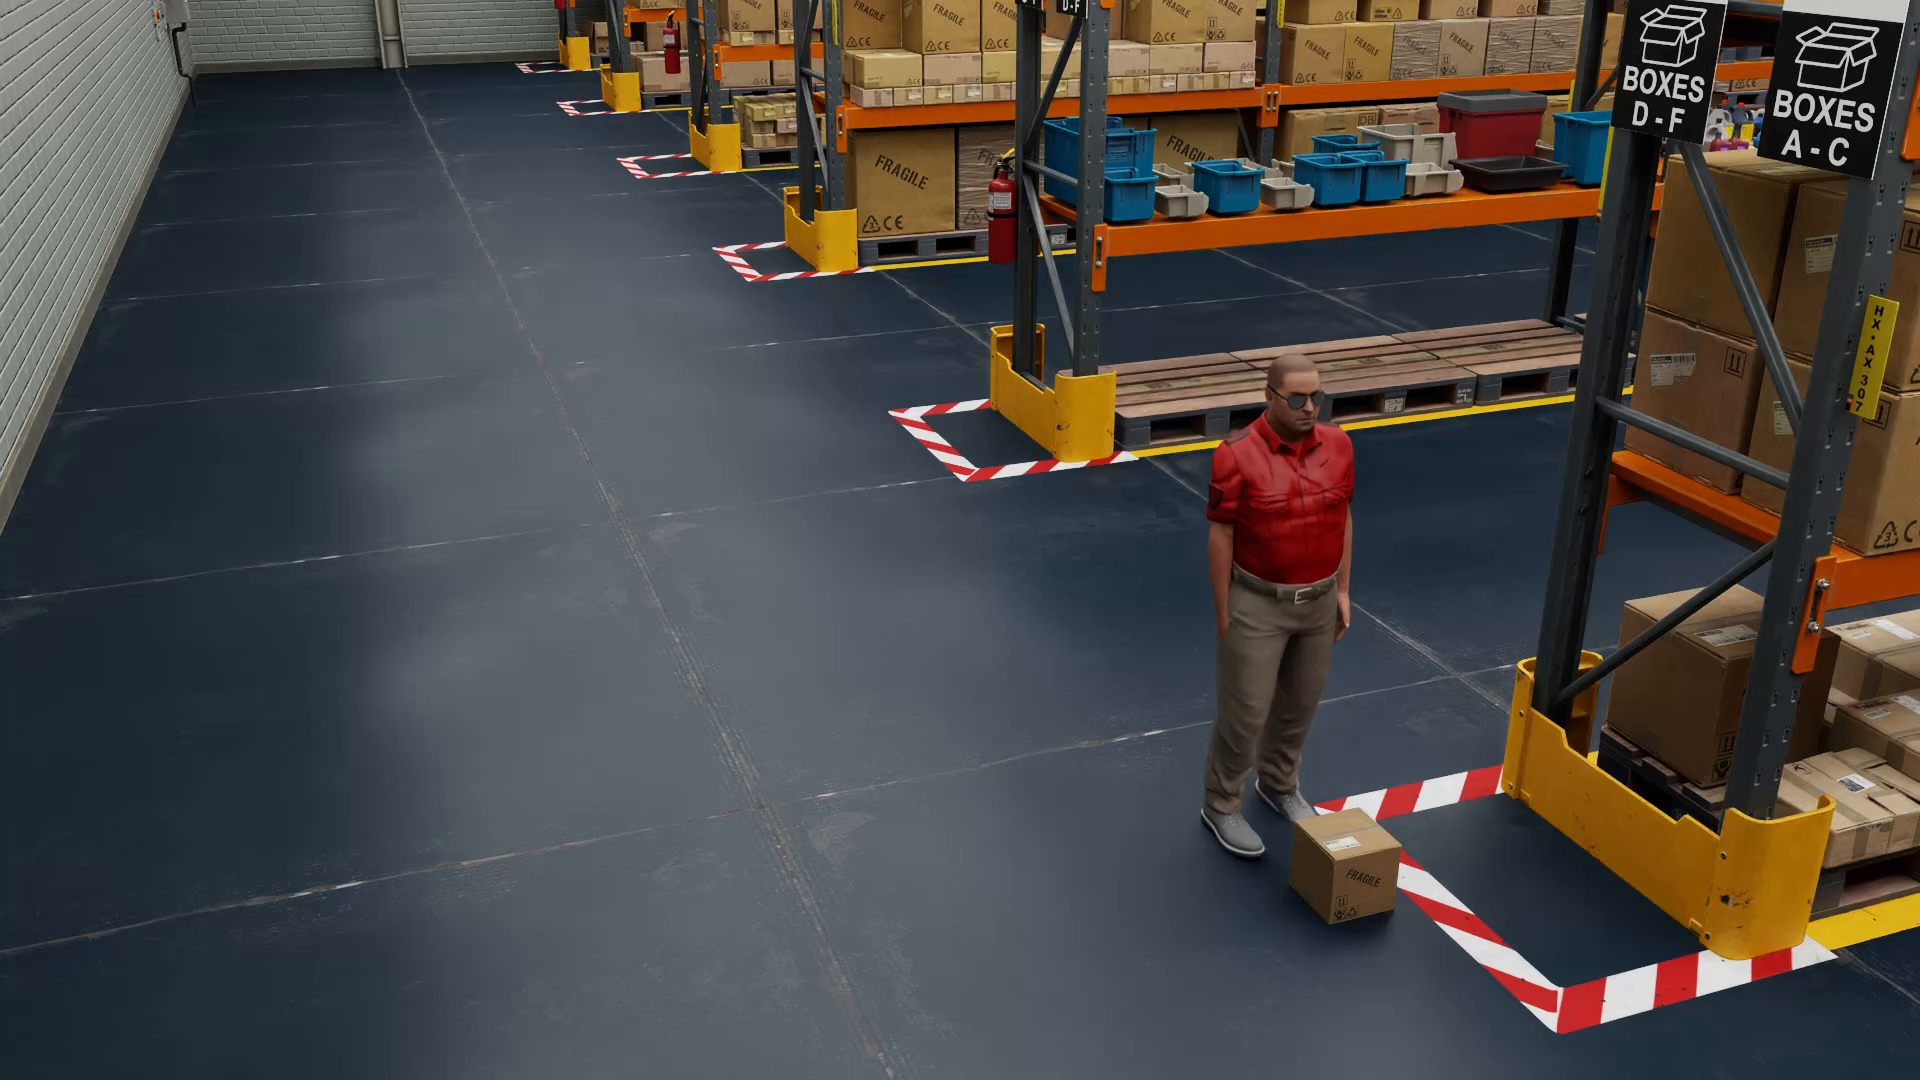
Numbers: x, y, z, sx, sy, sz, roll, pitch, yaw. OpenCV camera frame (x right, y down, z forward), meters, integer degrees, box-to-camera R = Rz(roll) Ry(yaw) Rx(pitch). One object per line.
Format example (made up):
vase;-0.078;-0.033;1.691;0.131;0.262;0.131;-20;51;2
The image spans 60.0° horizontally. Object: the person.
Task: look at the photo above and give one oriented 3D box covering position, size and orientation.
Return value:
person;1.084;0.183;5.579;0.530;1.650;0.375;-8;24;-19
